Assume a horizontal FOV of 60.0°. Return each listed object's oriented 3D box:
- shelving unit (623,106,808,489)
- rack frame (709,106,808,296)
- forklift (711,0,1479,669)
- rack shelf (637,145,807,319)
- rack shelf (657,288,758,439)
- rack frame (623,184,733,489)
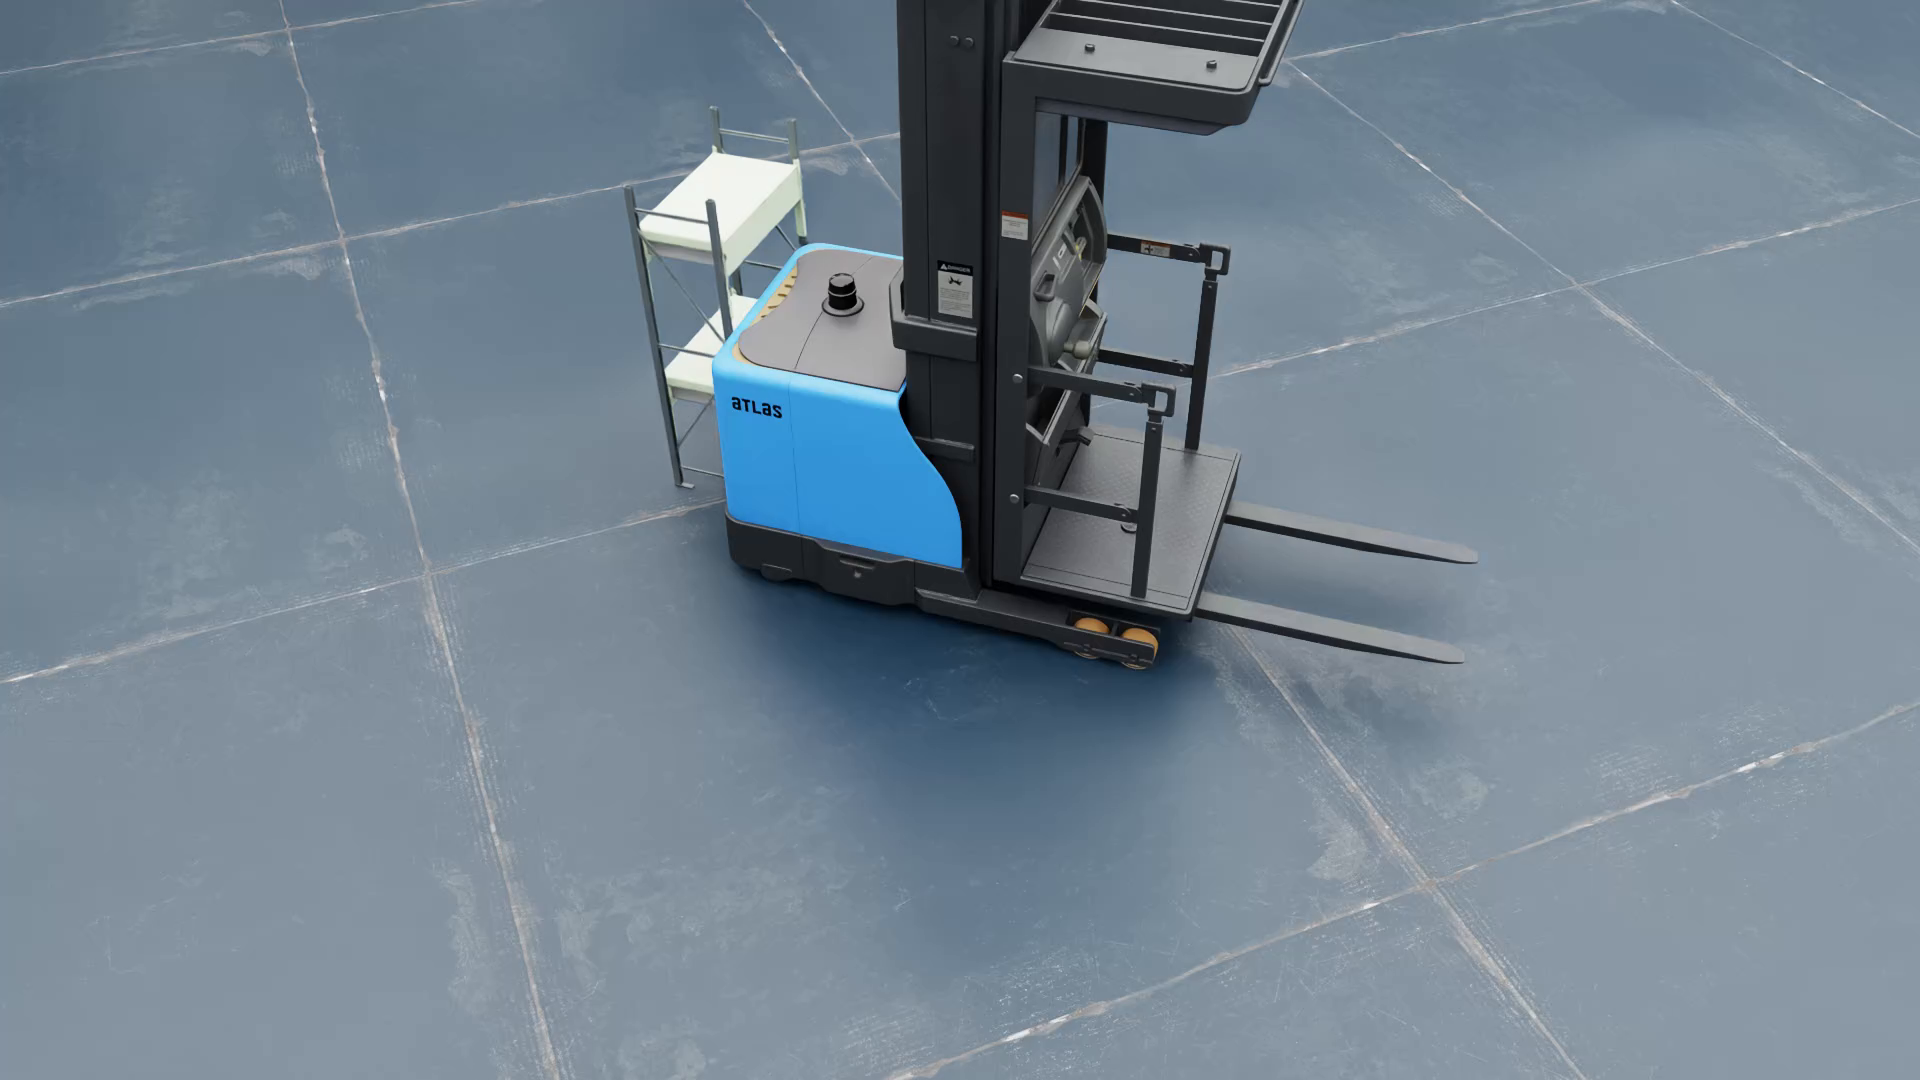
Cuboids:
[{"bbox_3d":[-0.990,-1.009,7.263,0.431,1.500,0.755,13,42,17],"label":"shelving unit"},{"bbox_3d":[-0.858,-1.232,7.522,0.400,1.500,0.023,13,42,17],"label":"rack frame"},{"bbox_3d":[0.593,-0.985,6.148,3.031,2.935,1.130,12,42,14],"label":"forklift"},{"bbox_3d":[-1.001,-1.308,7.012,0.431,0.370,0.720,13,42,17],"label":"rack shelf"},{"bbox_3d":[-0.981,-0.760,7.472,0.431,0.370,0.720,13,42,17],"label":"rack shelf"},{"bbox_3d":[-1.122,-0.787,7.004,0.400,1.500,0.023,13,42,17],"label":"rack frame"}]
